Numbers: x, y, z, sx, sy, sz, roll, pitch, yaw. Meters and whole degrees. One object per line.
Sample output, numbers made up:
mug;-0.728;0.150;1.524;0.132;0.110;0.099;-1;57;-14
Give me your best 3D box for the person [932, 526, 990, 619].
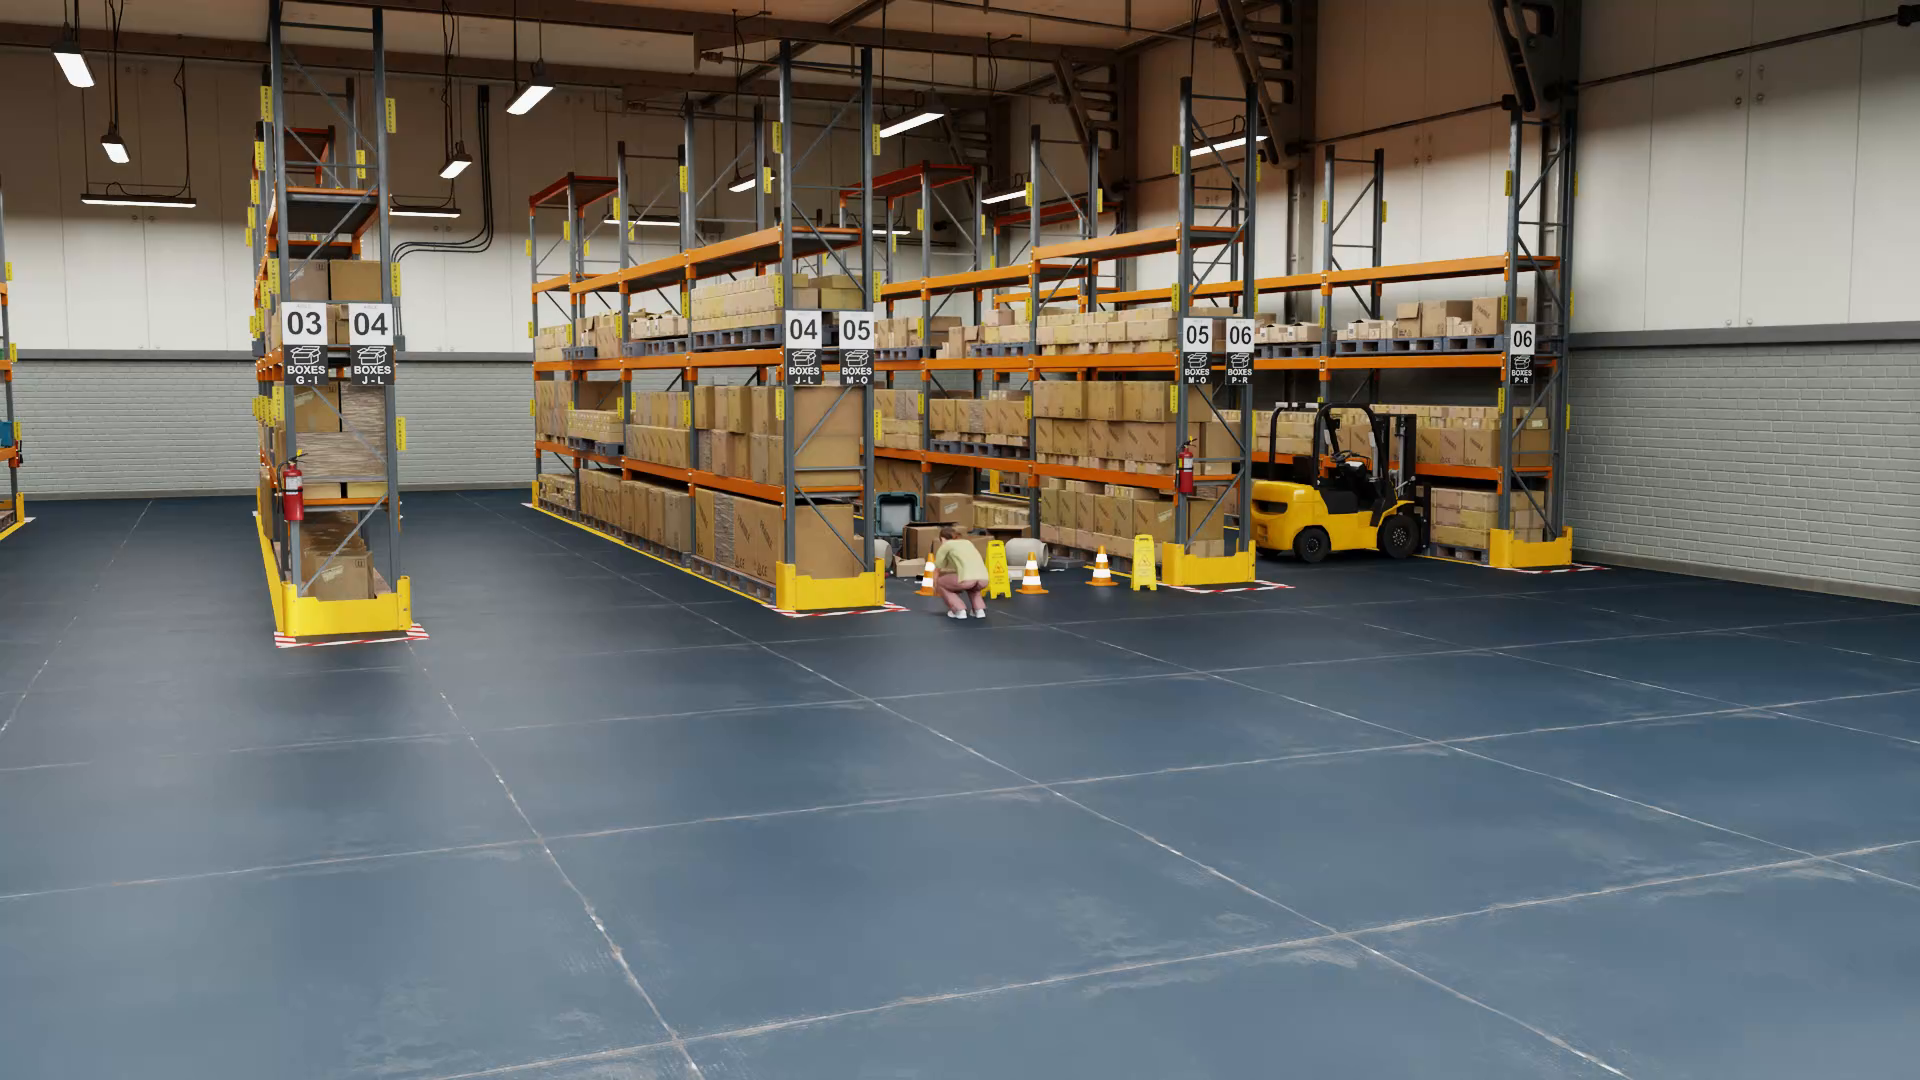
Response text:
person;0.001;0.334;17.424;0.494;0.929;0.807;-2;6;-24
